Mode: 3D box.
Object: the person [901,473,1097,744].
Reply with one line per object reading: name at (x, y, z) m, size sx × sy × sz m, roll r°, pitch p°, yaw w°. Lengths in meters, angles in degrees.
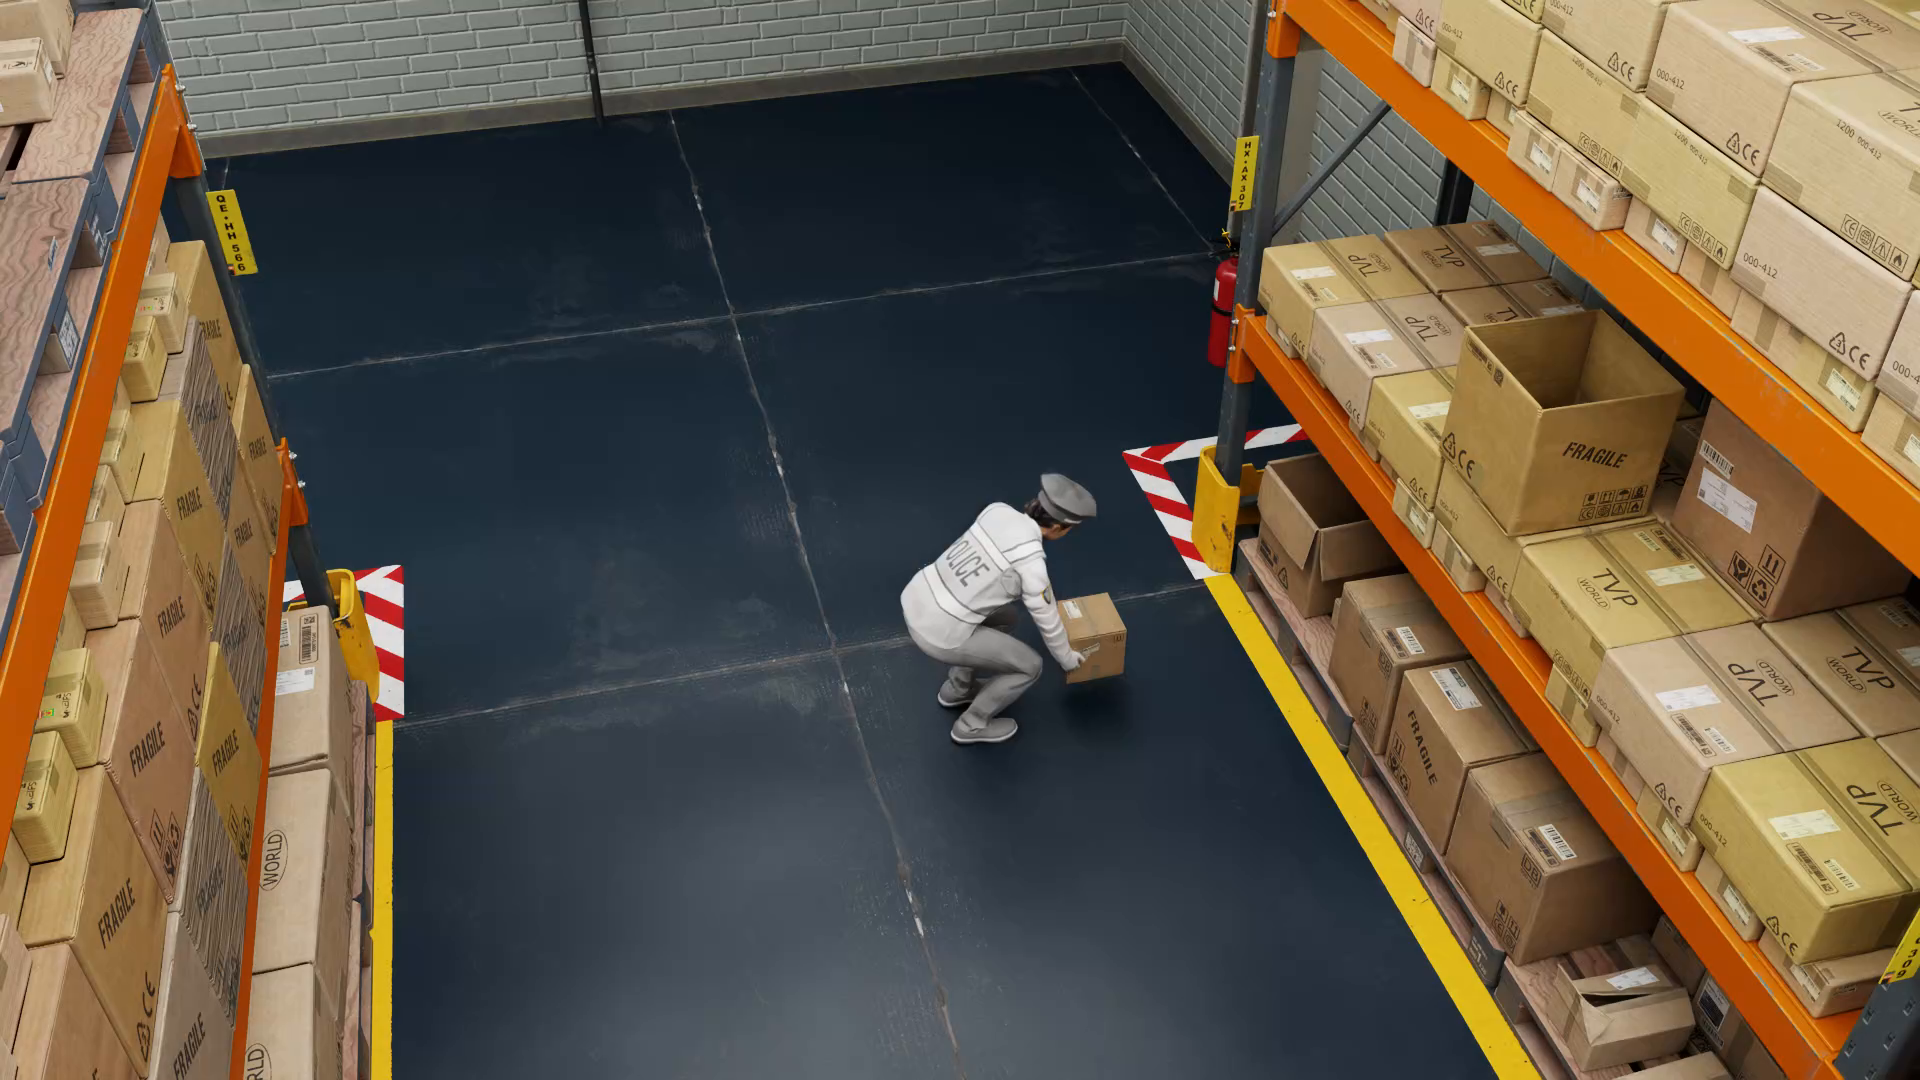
person at (0.155, 0.268, 6.803) m, size 0.802 × 1.139 × 0.516 m, roll -10°, pitch 39°, yaw -12°
